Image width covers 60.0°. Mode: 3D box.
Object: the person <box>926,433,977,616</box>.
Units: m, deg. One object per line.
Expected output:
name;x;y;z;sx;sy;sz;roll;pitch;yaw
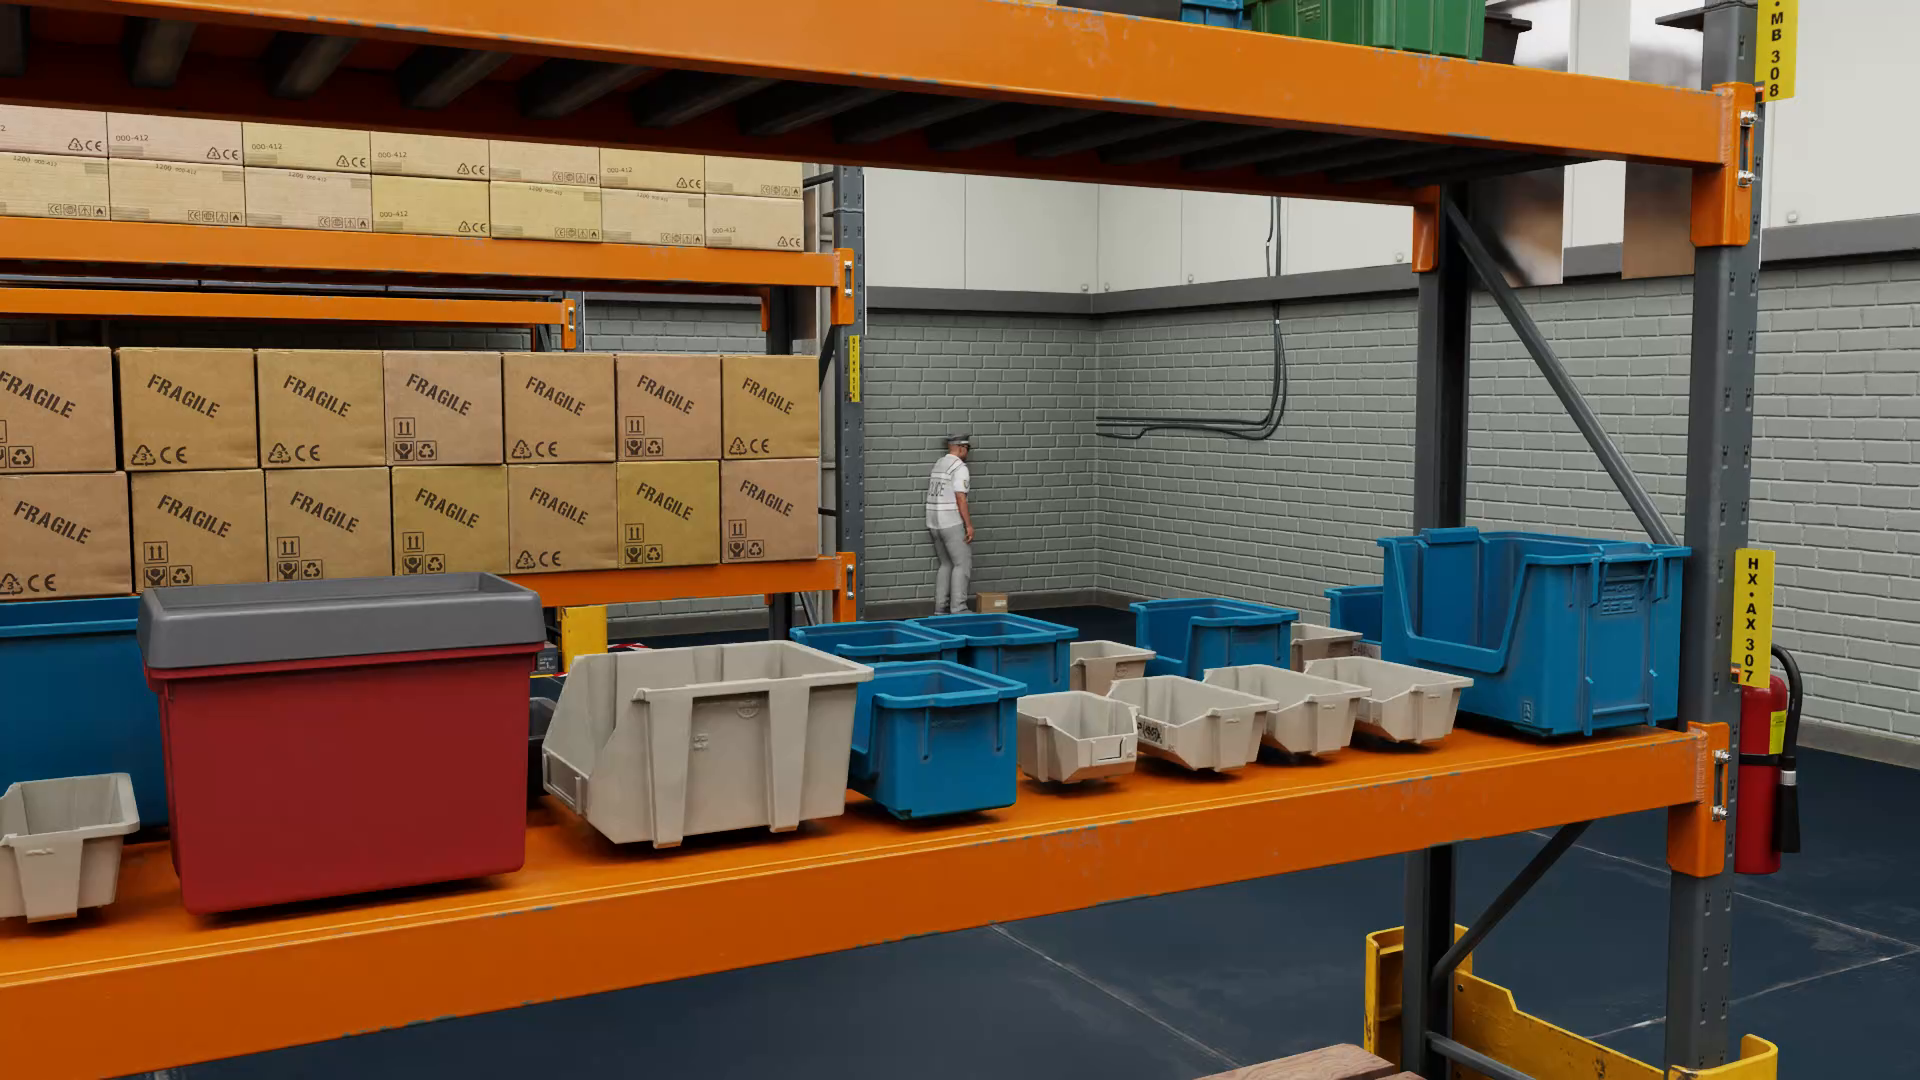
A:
person;-0.081;-0.136;15.760;0.435;1.748;0.592;-3;6;-30
